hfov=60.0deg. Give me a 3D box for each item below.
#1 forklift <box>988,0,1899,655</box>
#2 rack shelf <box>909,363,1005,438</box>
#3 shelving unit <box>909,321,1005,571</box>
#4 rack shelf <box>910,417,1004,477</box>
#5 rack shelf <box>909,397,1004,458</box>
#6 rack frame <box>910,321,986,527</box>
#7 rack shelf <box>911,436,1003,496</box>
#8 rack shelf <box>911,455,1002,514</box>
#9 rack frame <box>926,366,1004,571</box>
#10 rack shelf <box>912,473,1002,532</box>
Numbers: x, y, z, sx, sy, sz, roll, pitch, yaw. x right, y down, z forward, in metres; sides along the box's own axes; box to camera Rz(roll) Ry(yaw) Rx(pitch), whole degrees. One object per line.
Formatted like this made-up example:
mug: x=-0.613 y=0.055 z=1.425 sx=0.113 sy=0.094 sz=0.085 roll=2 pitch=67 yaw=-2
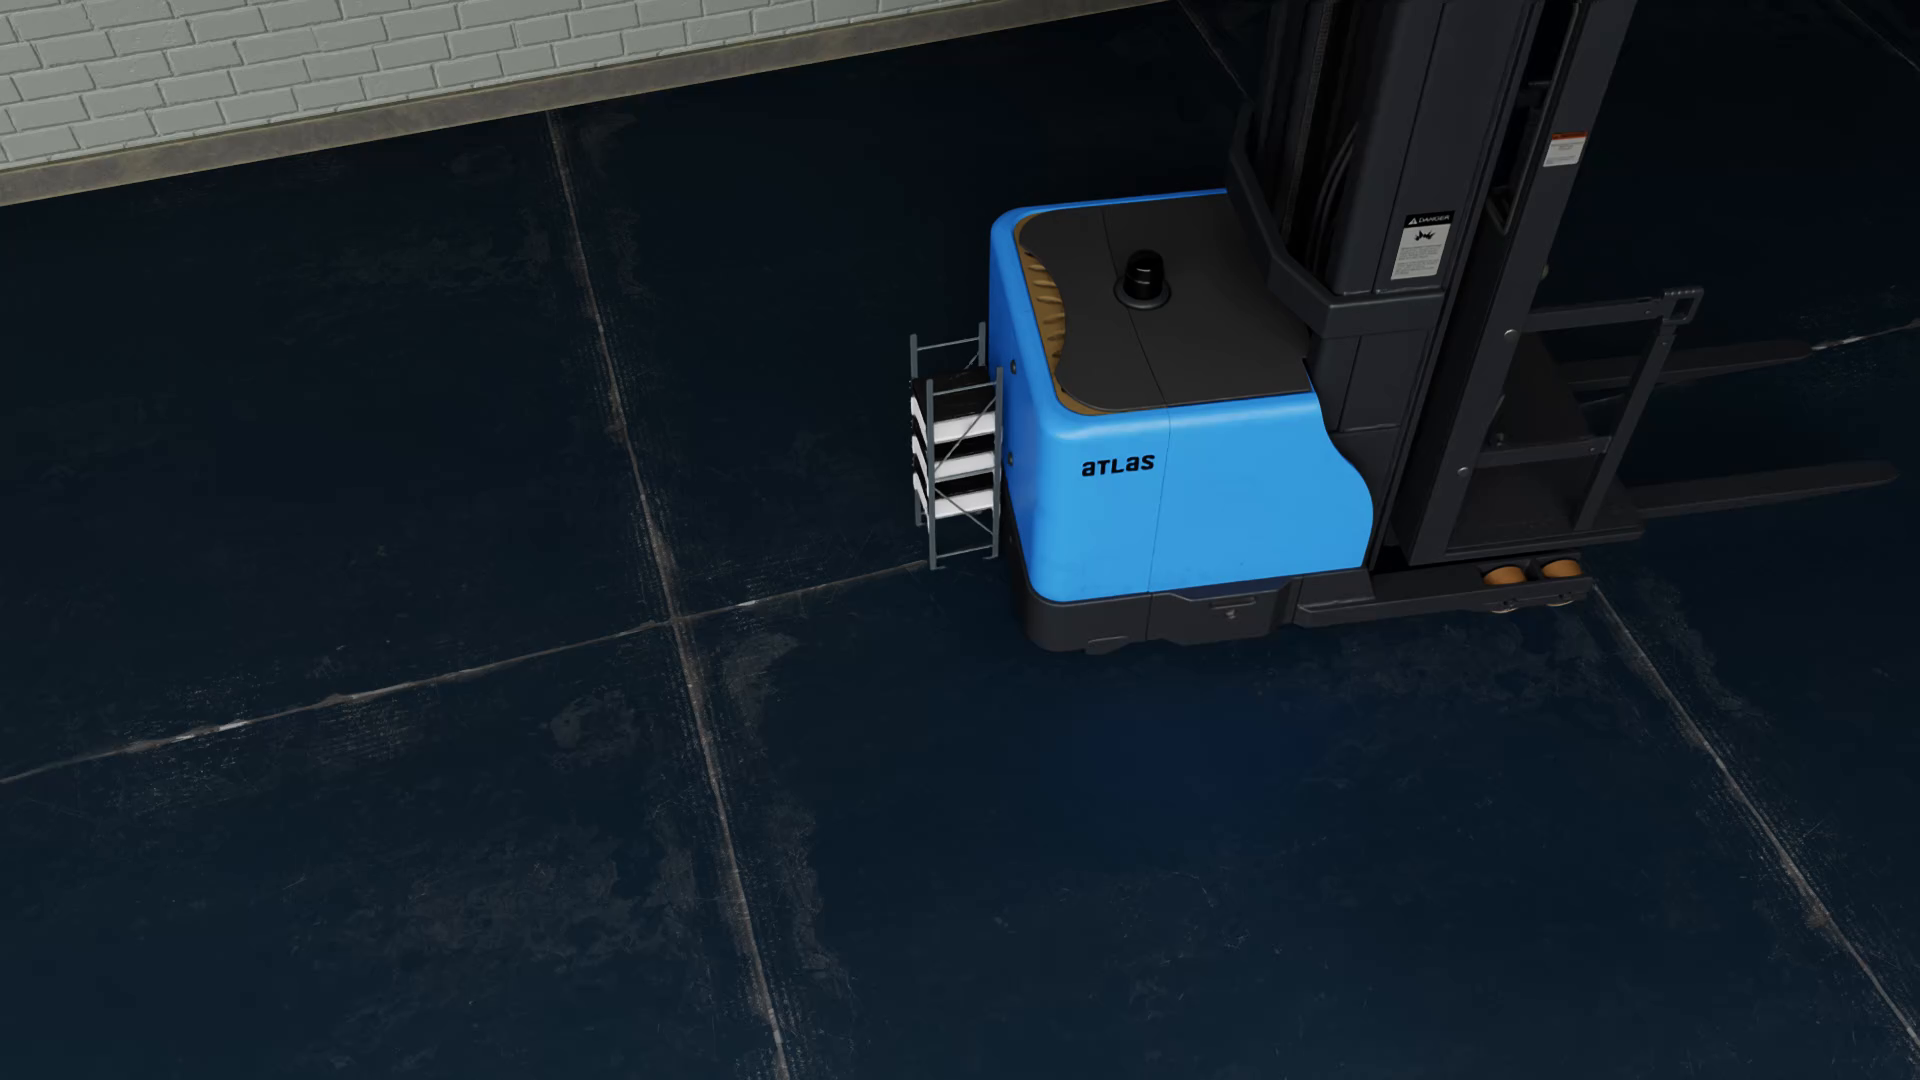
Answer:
forklift: x=1.644 y=-1.097 z=4.758 sx=3.031 sy=2.935 sz=1.130 roll=-7 pitch=50 yaw=-6
rack shelf: x=-0.011 y=-0.438 z=5.221 sx=0.258 sy=0.077 sz=0.200 roll=-11 pitch=51 yaw=-9
shelving unit: x=-0.011 y=-0.286 z=5.402 sx=0.258 sy=0.900 sz=0.210 roll=-11 pitch=51 yaw=-9
rack shelf: x=-0.011 y=-0.322 z=5.359 sx=0.258 sy=0.077 sz=0.200 roll=-11 pitch=51 yaw=-9
rack shelf: x=-0.011 y=-0.380 z=5.290 sx=0.258 sy=0.077 sz=0.200 roll=-11 pitch=51 yaw=-9
rack frame: x=-0.037 y=-0.361 z=5.465 sx=0.240 sy=0.900 sz=0.006 roll=-11 pitch=51 yaw=-9
rack shelf: x=-0.011 y=-0.264 z=5.428 sx=0.258 sy=0.077 sz=0.200 roll=-11 pitch=51 yaw=-9
rack shelf: x=-0.012 y=-0.207 z=5.497 sx=0.258 sy=0.077 sz=0.200 roll=-11 pitch=51 yaw=-9
rack frame: x=0.014 y=-0.211 z=5.339 sx=0.240 sy=0.900 sz=0.006 roll=-11 pitch=51 yaw=-9
rack shelf: x=-0.012 y=-0.149 z=5.565 sx=0.258 sy=0.077 sz=0.200 roll=-11 pitch=51 yaw=-9
